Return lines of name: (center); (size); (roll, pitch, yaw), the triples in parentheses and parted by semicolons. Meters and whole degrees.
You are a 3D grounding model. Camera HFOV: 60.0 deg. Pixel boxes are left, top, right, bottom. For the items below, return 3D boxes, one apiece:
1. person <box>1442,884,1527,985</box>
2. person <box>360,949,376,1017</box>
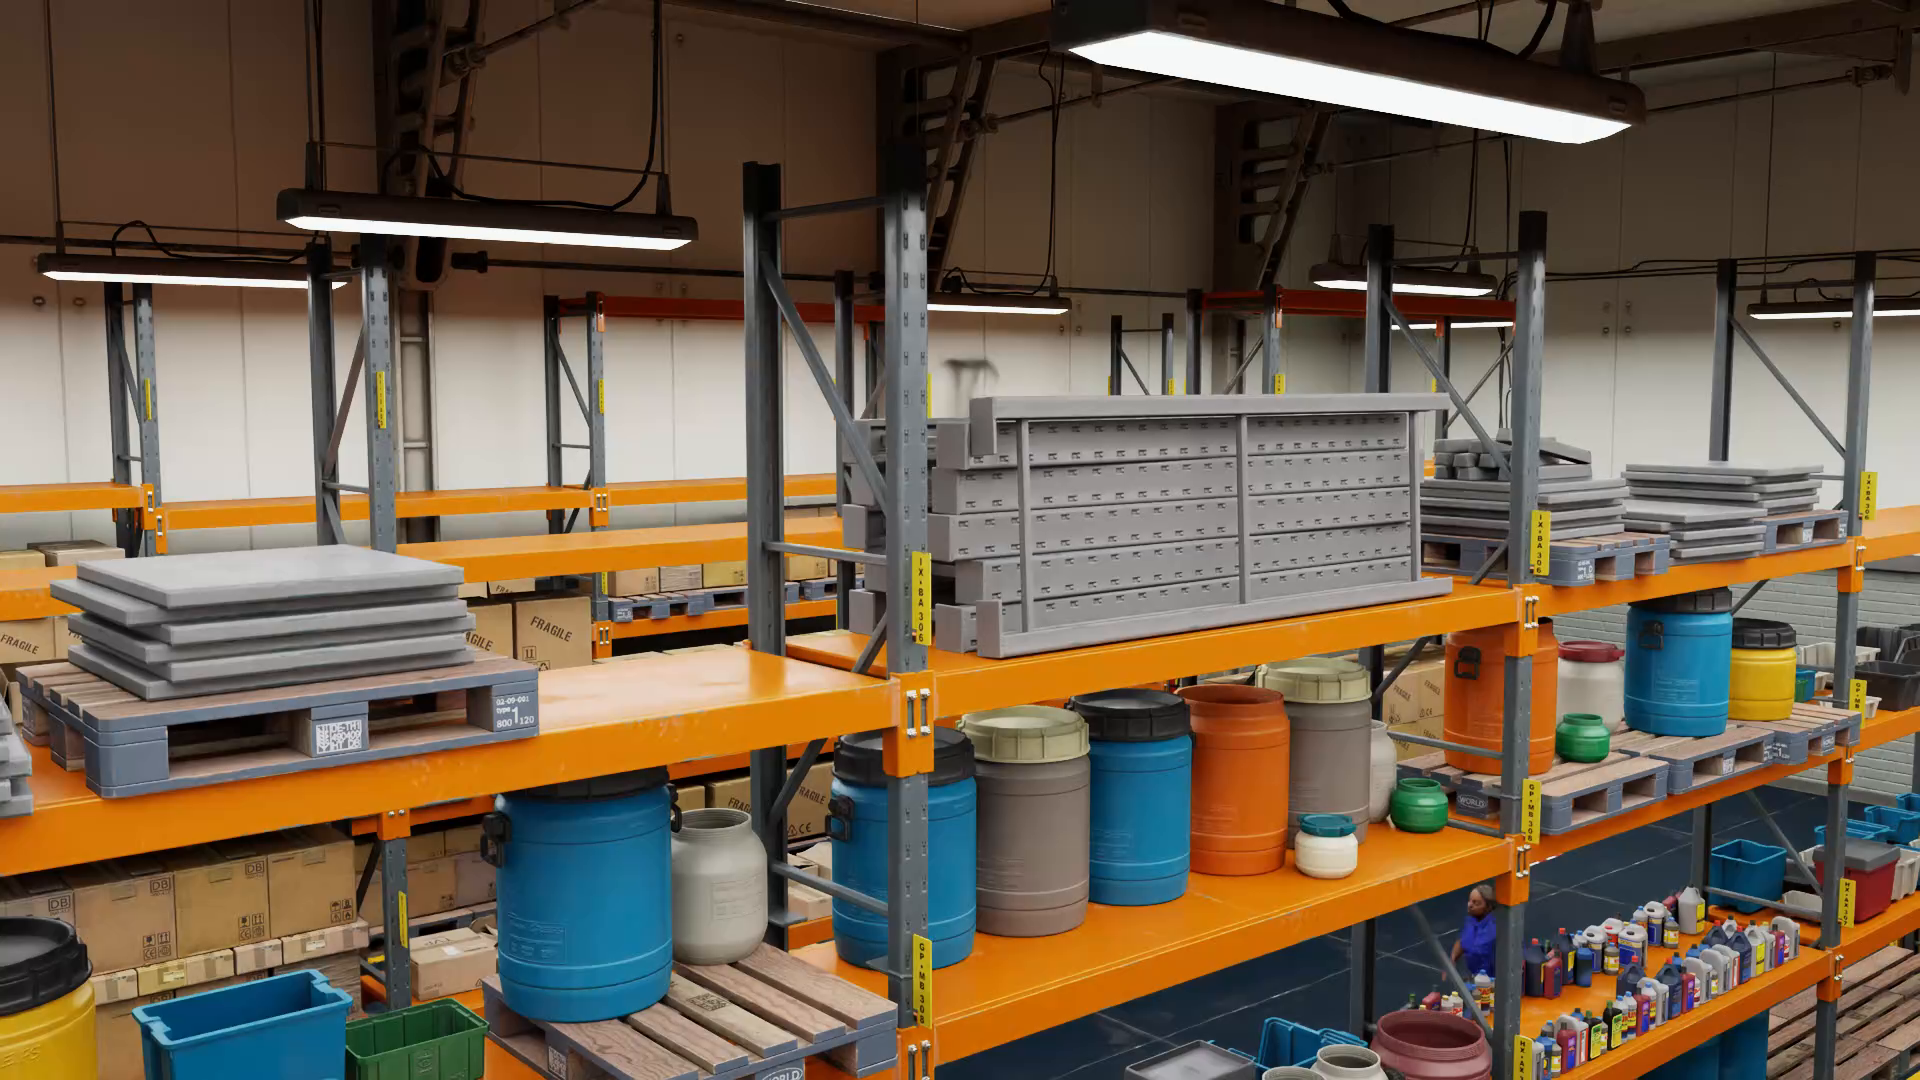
person: (3.752, 3.237, 11.922); (0.677, 1.600, 0.752); (-2, 6, -21)
person: (-4.622, 3.218, 12.080); (0.736, 1.596, 0.871); (3, 6, 30)
